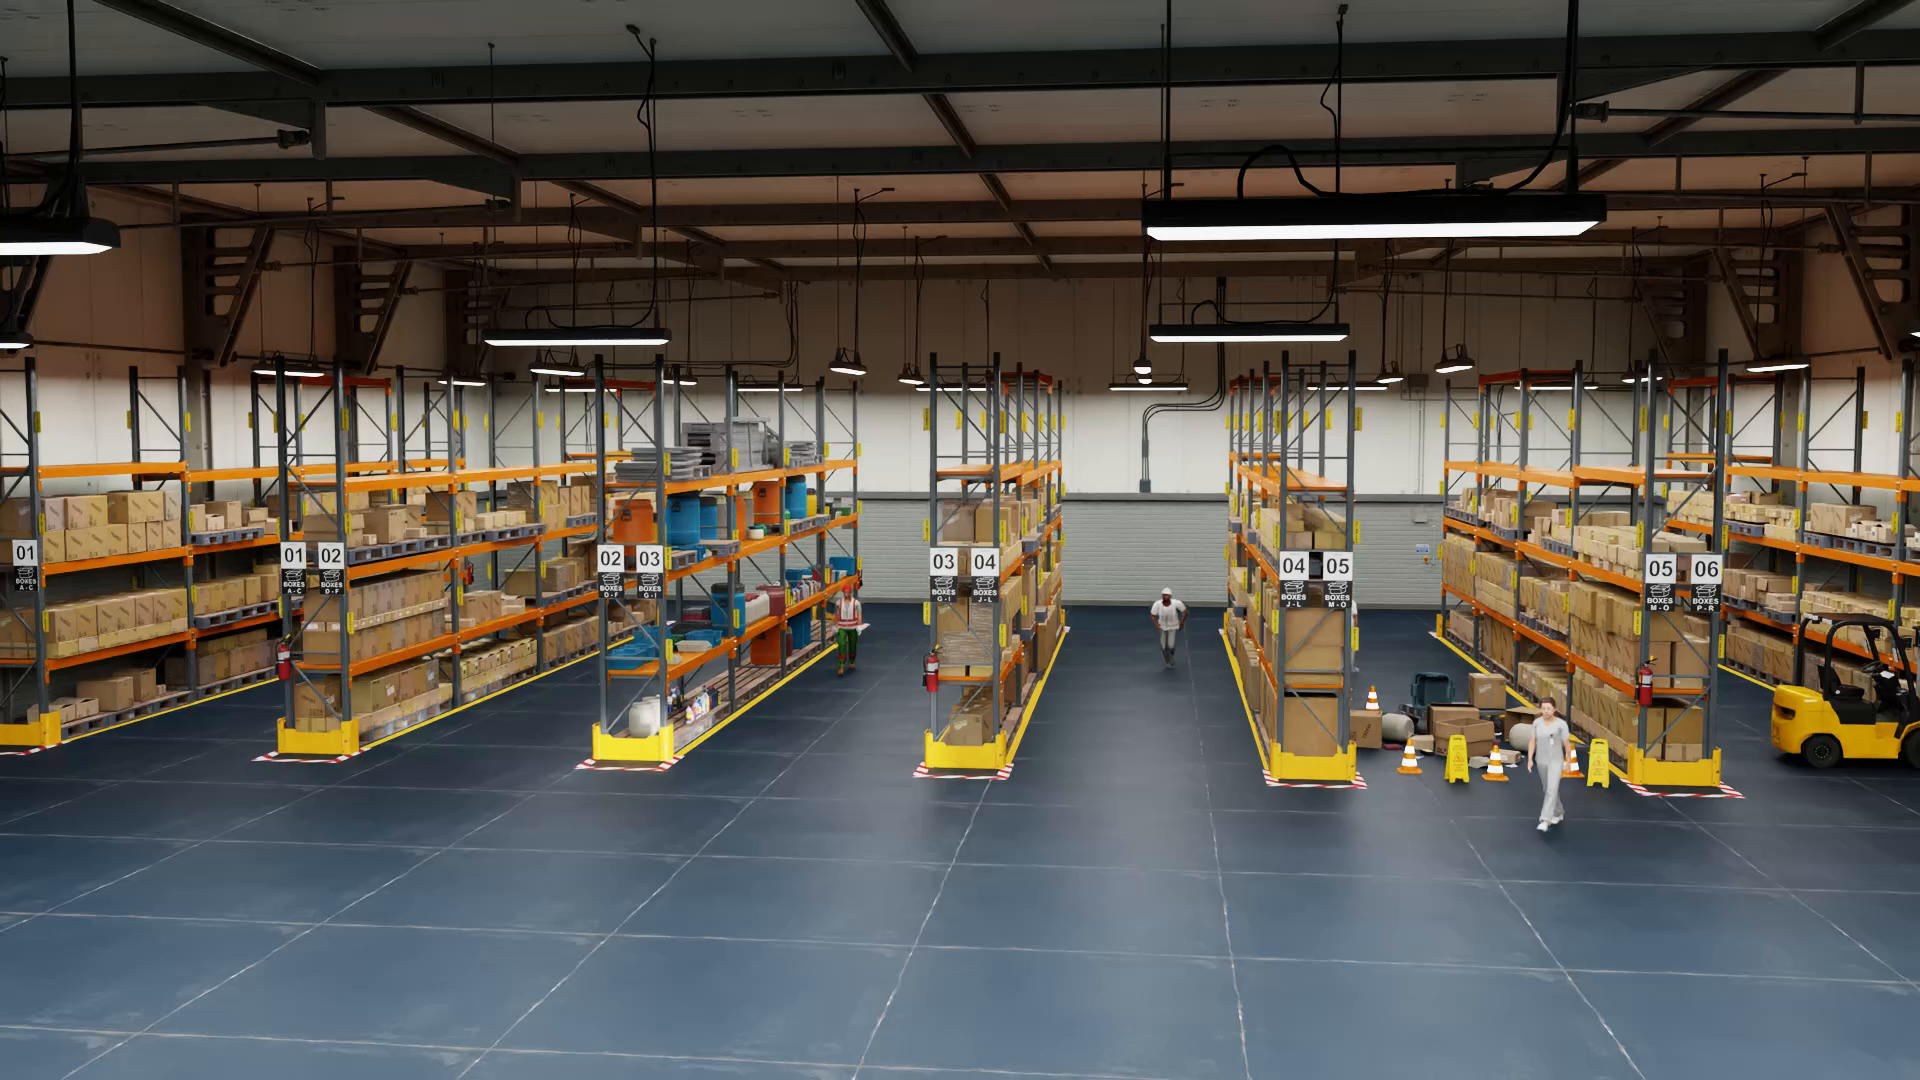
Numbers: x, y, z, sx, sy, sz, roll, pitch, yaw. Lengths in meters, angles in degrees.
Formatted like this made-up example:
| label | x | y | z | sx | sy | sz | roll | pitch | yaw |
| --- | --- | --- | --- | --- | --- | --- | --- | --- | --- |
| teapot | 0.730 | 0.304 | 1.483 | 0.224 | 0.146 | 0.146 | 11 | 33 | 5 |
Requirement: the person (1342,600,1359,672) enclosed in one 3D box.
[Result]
| label | x | y | z | sx | sy | sz | roll | pitch | yaw |
| --- | --- | --- | --- | --- | --- | --- | --- | --- | --- |
| person | 7.657 | 1.787 | 33.162 | 0.577 | 1.753 | 0.548 | 0 | 4 | 3 |

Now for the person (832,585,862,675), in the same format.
| label | x | y | z | sx | sy | sz | roll | pitch | yaw |
| --- | --- | --- | --- | --- | --- | --- | --- | --- | --- |
| person | -2.261 | 1.762 | 33.196 | 0.608 | 1.738 | 1.025 | 0 | 4 | -2 |

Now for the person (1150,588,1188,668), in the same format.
| label | x | y | z | sx | sy | sz | roll | pitch | yaw |
| --- | --- | --- | --- | --- | --- | --- | --- | --- | --- |
| person | 4.236 | 1.785 | 33.728 | 0.739 | 1.668 | 0.691 | 1 | 4 | 16 |

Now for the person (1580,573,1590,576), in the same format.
| label | x | y | z | sx | sy | sz | roll | pitch | yaw |
| --- | --- | --- | --- | --- | --- | --- | --- | --- | --- |
| person | 14.931 | 1.352 | 39.705 | 0.663 | 1.652 | 0.454 | 0 | 4 | 4 |

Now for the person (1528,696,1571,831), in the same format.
| label | x | y | z | sx | sy | sz | roll | pitch | yaw |
| --- | --- | --- | --- | --- | --- | --- | --- | --- | --- |
| person | 7.180 | 2.727 | 20.357 | 1.036 | 1.621 | 0.465 | -4 | 6 | -44 |
